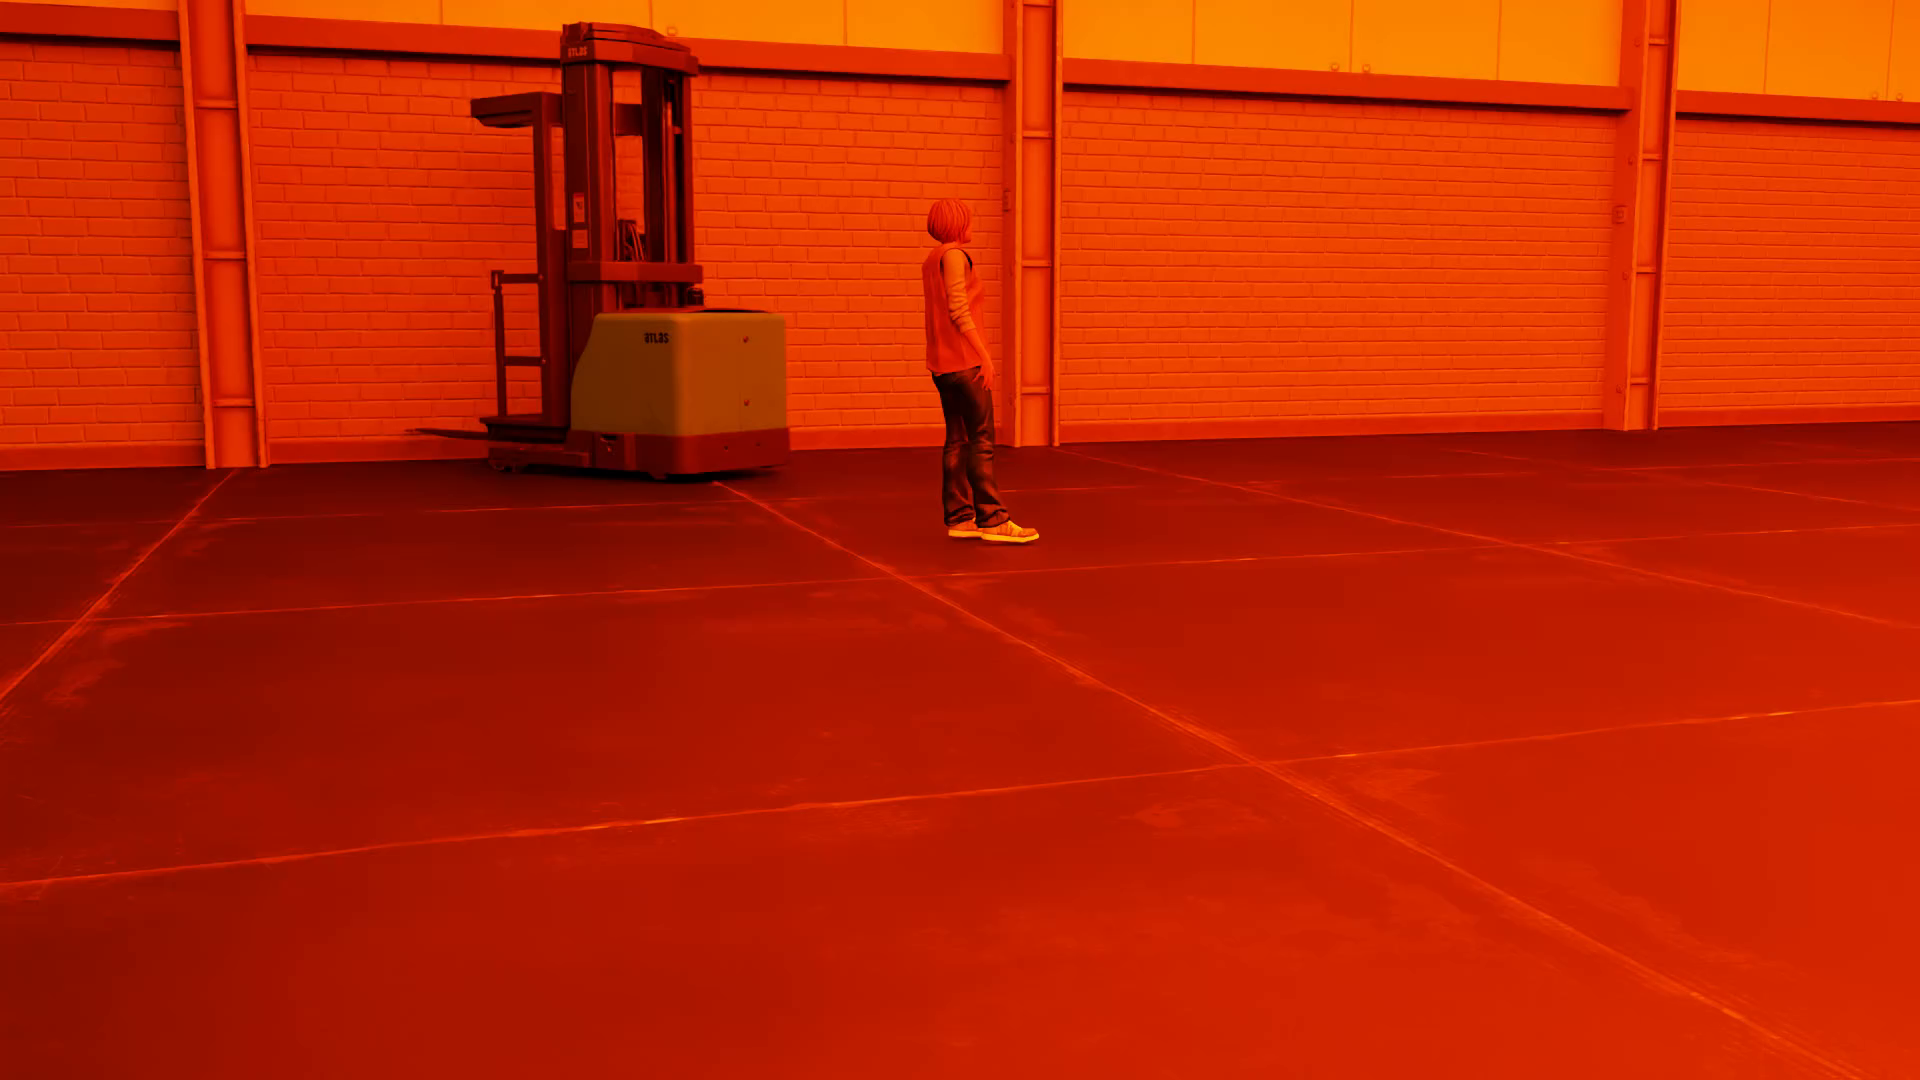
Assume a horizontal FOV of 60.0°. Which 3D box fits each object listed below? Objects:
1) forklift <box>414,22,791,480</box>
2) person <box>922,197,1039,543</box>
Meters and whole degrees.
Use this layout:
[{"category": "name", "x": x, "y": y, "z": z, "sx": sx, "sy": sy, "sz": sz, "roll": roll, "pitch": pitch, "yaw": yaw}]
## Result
[{"category": "forklift", "x": -2.628, "y": -1.965, "z": 11.497, "sx": 3.031, "sy": 2.935, "sz": 1.130, "roll": 6, "pitch": 10, "yaw": 36}, {"category": "person", "x": 0.075, "y": -0.800, "z": 7.825, "sx": 0.474, "sy": 1.597, "sz": 0.520, "roll": -3, "pitch": 8, "yaw": -18}]
